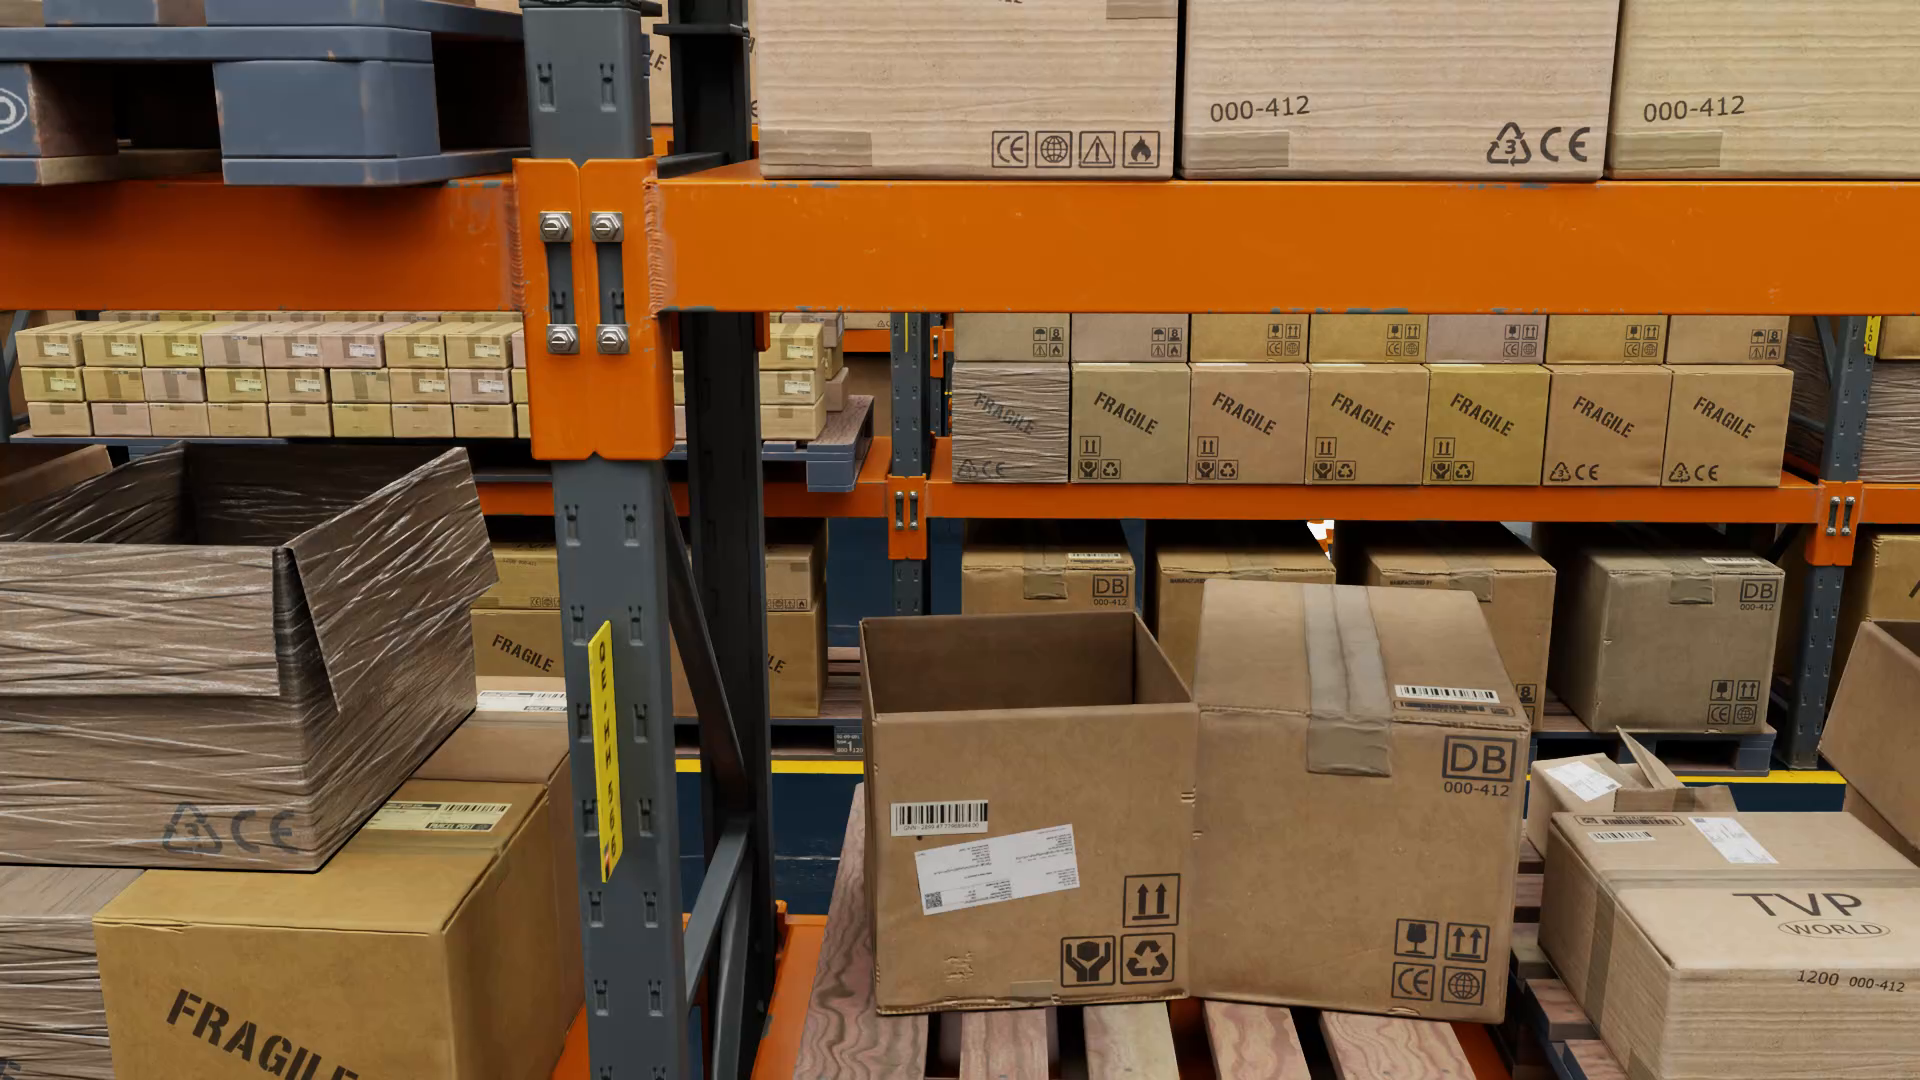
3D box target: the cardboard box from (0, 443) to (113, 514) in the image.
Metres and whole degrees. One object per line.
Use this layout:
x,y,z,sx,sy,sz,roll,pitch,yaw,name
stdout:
-1.829,0.145,2.748,0.637,0.503,0.797,1,15,3,cardboard box

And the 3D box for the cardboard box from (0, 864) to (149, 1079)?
-1.445,0.699,2.614,0.500,0.500,0.500,0,15,1,cardboard box

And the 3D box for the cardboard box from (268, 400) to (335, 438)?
-2.803,-0.553,7.226,0.250,0.149,0.380,0,15,-1,cardboard box

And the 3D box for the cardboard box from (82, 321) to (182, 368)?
-3.557,-0.847,7.174,0.250,0.149,0.380,1,15,3,cardboard box

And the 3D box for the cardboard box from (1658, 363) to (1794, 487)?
3.251,-0.529,7.271,0.500,0.500,0.500,0,15,1,cardboard box

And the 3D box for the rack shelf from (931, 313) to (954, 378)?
1.806,-1.474,12.457,4.000,0.370,1.077,0,15,1,rack shelf

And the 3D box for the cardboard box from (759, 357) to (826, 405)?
-0.725,-0.684,7.140,0.250,0.149,0.380,1,15,3,cardboard box

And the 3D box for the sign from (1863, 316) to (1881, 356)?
3.776,-0.929,6.867,0.005,0.325,0.100,0,15,1,sign

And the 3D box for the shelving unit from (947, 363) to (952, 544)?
0.014,-0.580,11.187,0.189,1.200,0.258,0,15,1,shelving unit

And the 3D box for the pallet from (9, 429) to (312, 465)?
-3.457,-0.463,7.592,1.213,0.211,1.003,0,15,1,pallet

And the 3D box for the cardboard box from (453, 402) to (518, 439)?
-2.006,-0.549,7.211,0.250,0.149,0.380,1,15,3,cardboard box

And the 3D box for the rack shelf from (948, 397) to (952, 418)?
0.014,-0.885,11.106,0.180,0.103,0.258,0,15,1,rack shelf

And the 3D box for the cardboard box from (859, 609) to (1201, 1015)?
0.094,0.434,2.795,0.500,0.500,0.500,-1,15,-5,cardboard box

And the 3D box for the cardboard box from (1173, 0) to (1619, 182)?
0.530,-0.614,2.202,0.500,0.250,0.500,1,15,3,cardboard box

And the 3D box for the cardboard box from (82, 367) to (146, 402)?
-3.577,-0.702,7.208,0.250,0.149,0.380,0,15,0,cardboard box

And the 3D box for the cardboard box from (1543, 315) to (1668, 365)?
2.769,-1.082,7.406,0.500,0.500,0.700,0,15,0,cardboard box

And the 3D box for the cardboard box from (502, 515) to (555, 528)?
-1.904,-0.005,8.086,0.500,0.250,0.500,0,15,2,cardboard box

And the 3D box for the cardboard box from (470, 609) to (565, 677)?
-1.932,0.492,7.670,0.500,0.500,0.500,0,15,-1,cardboard box

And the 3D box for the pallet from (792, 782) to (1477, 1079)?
0.268,0.763,2.946,1.003,0.211,1.213,0,15,1,pallet

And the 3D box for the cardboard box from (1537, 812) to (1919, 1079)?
1.223,0.631,2.538,0.500,0.250,0.500,0,15,0,cardboard box

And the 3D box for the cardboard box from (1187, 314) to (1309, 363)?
1.248,-1.093,7.445,0.500,0.500,0.700,0,15,1,cardboard box

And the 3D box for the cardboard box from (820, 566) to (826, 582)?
-0.920,0.364,8.157,0.500,0.500,0.500,0,15,-1,cardboard box

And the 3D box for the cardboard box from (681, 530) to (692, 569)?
-1.415,0.133,7.563,0.500,0.250,0.500,1,15,2,cardboard box

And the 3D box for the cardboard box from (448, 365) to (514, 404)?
-2.014,-0.692,7.170,0.250,0.149,0.380,1,15,3,cardboard box

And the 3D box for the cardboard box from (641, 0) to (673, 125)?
-1.297,-2.010,7.001,0.500,0.500,0.500,0,15,1,cardboard box

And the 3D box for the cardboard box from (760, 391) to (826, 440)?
-0.724,-0.540,7.174,0.250,0.149,0.380,1,15,2,cardboard box

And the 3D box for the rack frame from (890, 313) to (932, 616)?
-0.219,-0.572,7.628,0.127,3.000,1.000,0,15,1,rack frame

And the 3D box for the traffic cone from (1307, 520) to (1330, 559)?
2.214,0.020,10.358,0.334,0.463,0.336,0,15,1,traffic cone

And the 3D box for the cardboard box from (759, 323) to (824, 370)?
-0.721,-0.827,7.099,0.250,0.149,0.380,0,15,-1,cardboard box

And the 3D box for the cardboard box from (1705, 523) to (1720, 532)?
4.841,-0.247,11.293,0.500,0.500,0.500,13,19,40,cardboard box

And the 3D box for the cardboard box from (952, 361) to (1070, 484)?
0.223,-0.549,7.343,0.500,0.500,0.500,1,15,2,cardboard box

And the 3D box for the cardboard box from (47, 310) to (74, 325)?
-6.704,-1.855,12.295,0.500,0.500,0.500,0,15,1,cardboard box

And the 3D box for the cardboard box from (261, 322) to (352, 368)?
-2.795,-0.841,7.151,0.250,0.149,0.380,0,15,1,cardboard box

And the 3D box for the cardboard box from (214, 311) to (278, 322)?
-3.285,-1.011,7.794,0.250,0.149,0.380,0,15,0,cardboard box

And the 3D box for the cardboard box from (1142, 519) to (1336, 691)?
1.261,0.345,7.741,0.750,0.750,1.050,1,15,2,cardboard box

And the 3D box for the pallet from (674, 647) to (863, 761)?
-1.000,0.771,8.004,1.213,0.211,1.003,0,15,1,pallet

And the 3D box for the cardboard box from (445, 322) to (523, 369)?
-2.013,-0.836,7.133,0.250,0.149,0.380,1,15,4,cardboard box

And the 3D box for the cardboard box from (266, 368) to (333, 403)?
-2.789,-0.698,7.192,0.250,0.149,0.380,1,15,4,cardboard box

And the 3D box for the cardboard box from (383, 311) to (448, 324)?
-2.509,-1.006,7.775,0.250,0.149,0.380,0,15,-1,cardboard box

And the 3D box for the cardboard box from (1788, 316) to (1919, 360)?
4.148,-1.129,7.330,0.550,0.550,0.875,0,15,1,cardboard box

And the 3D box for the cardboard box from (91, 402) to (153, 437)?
-3.558,-0.559,7.250,0.250,0.149,0.380,1,15,2,cardboard box

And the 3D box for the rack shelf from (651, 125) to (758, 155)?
-2.218,-1.688,7.386,4.000,0.370,1.077,0,15,1,rack shelf

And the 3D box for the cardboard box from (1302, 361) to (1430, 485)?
1.733,-0.539,7.306,0.500,0.500,0.500,0,15,1,cardboard box

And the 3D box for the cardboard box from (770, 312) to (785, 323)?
-0.945,-0.995,7.733,0.250,0.149,0.380,0,15,0,cardboard box

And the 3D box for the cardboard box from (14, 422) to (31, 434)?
-4.493,-0.562,8.082,0.250,0.149,0.380,1,15,3,cardboard box

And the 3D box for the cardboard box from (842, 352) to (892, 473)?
-0.882,-1.036,12.730,0.875,0.875,0.875,0,15,1,cardboard box

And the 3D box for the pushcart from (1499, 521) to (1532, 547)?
3.797,0.041,10.446,0.936,0.377,1.648,-5,16,-18,pushcart

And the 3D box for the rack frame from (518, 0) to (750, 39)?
-0.447,-2.208,2.071,0.127,3.000,1.000,0,15,1,rack frame

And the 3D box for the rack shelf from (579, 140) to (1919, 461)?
1.553,-0.397,2.496,4.000,0.370,1.077,0,15,1,rack shelf
